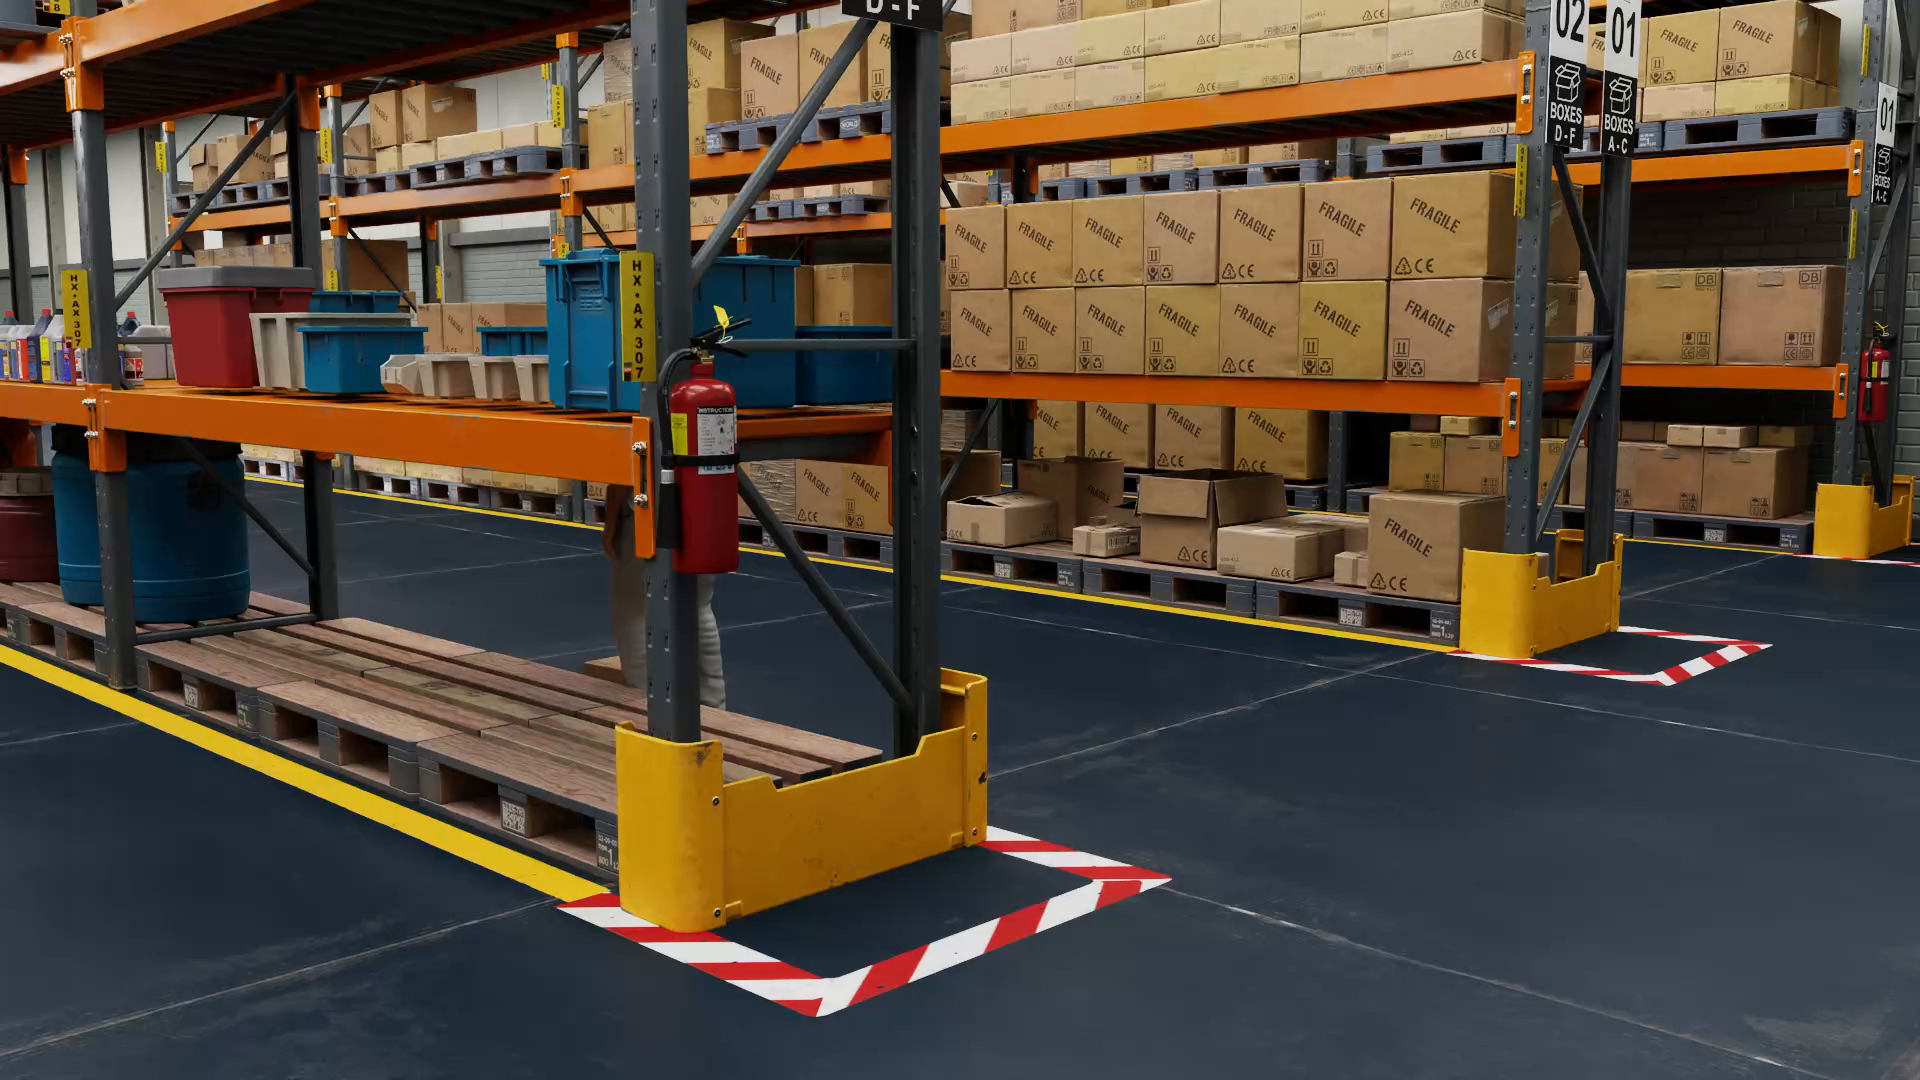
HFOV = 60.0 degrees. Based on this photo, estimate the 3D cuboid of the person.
[{"bbox_3d":[-1.144,-0.079,6.369,0.470,1.666,0.563,6,9,39],"label":"person"}]
